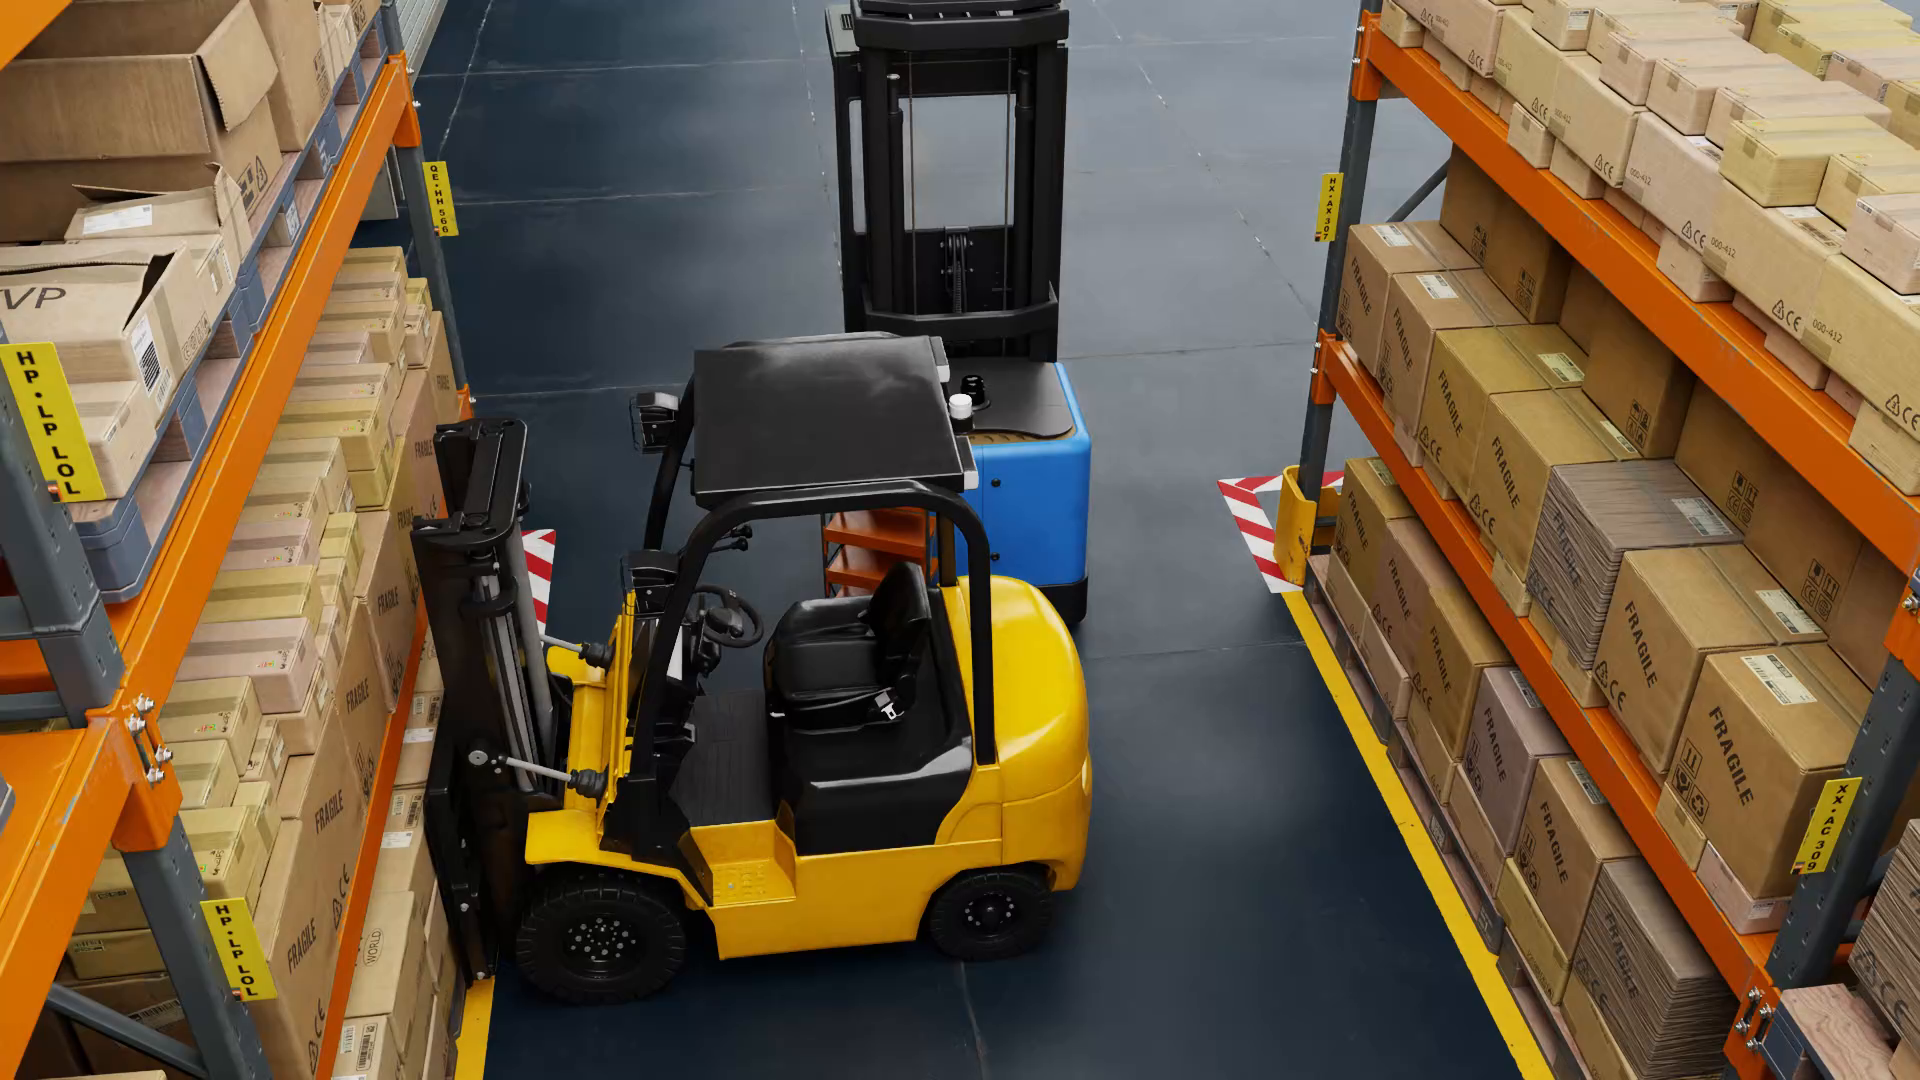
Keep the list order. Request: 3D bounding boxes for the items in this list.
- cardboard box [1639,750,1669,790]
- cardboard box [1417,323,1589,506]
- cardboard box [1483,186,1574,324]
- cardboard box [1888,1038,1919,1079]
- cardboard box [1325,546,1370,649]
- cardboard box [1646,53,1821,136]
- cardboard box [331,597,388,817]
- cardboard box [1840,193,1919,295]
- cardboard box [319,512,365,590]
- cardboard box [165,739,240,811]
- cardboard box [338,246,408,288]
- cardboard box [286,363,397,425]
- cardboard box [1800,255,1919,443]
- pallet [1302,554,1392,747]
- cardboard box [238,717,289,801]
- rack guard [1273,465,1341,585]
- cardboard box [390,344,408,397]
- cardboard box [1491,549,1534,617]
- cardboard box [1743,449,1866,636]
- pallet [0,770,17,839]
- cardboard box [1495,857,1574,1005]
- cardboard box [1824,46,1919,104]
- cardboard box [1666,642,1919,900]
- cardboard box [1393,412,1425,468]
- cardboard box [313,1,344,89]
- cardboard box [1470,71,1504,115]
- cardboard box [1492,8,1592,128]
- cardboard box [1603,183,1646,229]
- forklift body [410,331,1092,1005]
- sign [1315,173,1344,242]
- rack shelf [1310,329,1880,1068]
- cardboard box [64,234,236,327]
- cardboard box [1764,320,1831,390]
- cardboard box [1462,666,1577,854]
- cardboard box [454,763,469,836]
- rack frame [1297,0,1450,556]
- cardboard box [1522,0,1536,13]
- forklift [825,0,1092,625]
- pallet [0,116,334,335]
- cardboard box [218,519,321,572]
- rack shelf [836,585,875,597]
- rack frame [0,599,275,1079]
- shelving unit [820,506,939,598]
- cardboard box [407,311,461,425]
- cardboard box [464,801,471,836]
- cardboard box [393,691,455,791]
[{"bbox_3d":[2.405,0.702,5.279,0.380,0.149,0.250,-4,34,-6],"label":"cardboard box"},{"bbox_3d":[2.142,-0.493,6.458,0.500,0.500,0.500,-5,35,-7],"label":"cardboard box"},{"bbox_3d":[2.556,-1.213,6.626,0.700,0.500,0.500,-4,34,-6],"label":"cardboard box"},{"bbox_3d":[2.510,1.307,4.018,0.380,0.149,0.250,-4,34,-6],"label":"cardboard box"},{"bbox_3d":[2.045,0.246,7.794,0.500,0.250,0.500,-5,35,-7],"label":"cardboard box"},{"bbox_3d":[2.248,-1.300,4.845,0.380,0.149,0.250,-4,34,-6],"label":"cardboard box"},{"bbox_3d":[-2.126,0.542,5.202,0.500,0.500,0.500,-5,35,-7],"label":"cardboard box"},{"bbox_3d":[2.378,-0.720,3.995,0.380,0.149,0.250,-5,35,-8],"label":"cardboard box"},{"bbox_3d":[-2.140,0.051,5.347,0.380,0.149,0.250,-5,35,-7],"label":"cardboard box"},{"bbox_3d":[-2.061,0.652,4.201,0.380,0.149,0.250,-4,34,-6],"label":"cardboard box"},{"bbox_3d":[-2.451,-1.058,6.710,0.380,0.149,0.250,-4,35,-6],"label":"cardboard box"},{"bbox_3d":[-2.220,-0.497,5.887,0.380,0.149,0.250,-4,34,-5],"label":"cardboard box"},{"bbox_3d":[2.422,-0.483,4.000,0.500,0.250,0.500,-5,35,-7],"label":"cardboard box"},{"bbox_3d":[2.295,0.463,7.883,1.003,0.211,1.213,-4,35,-6],"label":"pallet"},{"bbox_3d":[-2.051,0.628,4.500,0.380,0.149,0.250,-4,35,-6],"label":"cardboard box"},{"bbox_3d":[2.221,-0.112,8.471,1.175,0.500,0.348,-4,35,-6],"label":"rack guard"},{"bbox_3d":[-2.345,-0.657,6.385,0.380,0.149,0.250,-4,34,-5],"label":"cardboard box"},{"bbox_3d":[2.188,0.140,6.105,0.380,0.149,0.250,-4,34,-6],"label":"cardboard box"},{"bbox_3d":[2.857,-0.081,4.965,0.700,0.500,0.500,-4,34,-6],"label":"cardboard box"},{"bbox_3d":[-2.038,0.753,2.487,0.805,0.209,1.217,-6,35,-8],"label":"pallet"},{"bbox_3d":[2.321,1.401,6.099,0.500,0.250,0.500,-5,35,-8],"label":"cardboard box"},{"bbox_3d":[2.800,-1.344,4.910,0.380,0.149,0.250,-5,35,-7],"label":"cardboard box"},{"bbox_3d":[2.442,0.651,4.778,0.500,0.500,0.500,-5,35,-8],"label":"cardboard box"},{"bbox_3d":[2.043,-0.439,6.954,0.380,0.149,0.250,-4,34,-6],"label":"cardboard box"},{"bbox_3d":[-2.261,-1.627,5.469,0.396,0.266,0.258,-4,35,-6],"label":"cardboard box"},{"bbox_3d":[2.117,-1.687,6.121,0.380,0.149,0.250,-5,35,-7],"label":"cardboard box"},{"bbox_3d":[2.166,-1.619,5.668,0.500,0.250,0.500,-3,34,-5],"label":"cardboard box"},{"bbox_3d":[2.290,-1.114,5.281,0.380,0.149,0.250,-5,35,-7],"label":"cardboard box"},{"bbox_3d":[-0.645,0.461,6.163,2.313,2.155,1.214,-4,35,-6],"label":"forklift body"},{"bbox_3d":[1.673,-1.504,7.525,0.100,0.325,0.005,-4,35,-6],"label":"sign"},{"bbox_3d":[2.479,0.226,6.394,1.077,0.370,4.000,-4,35,-6],"label":"rack shelf"},{"bbox_3d":[-2.032,-0.630,4.109,0.380,0.149,0.250,-3,34,-5],"label":"cardboard box"},{"bbox_3d":[2.399,-0.533,4.427,0.380,0.149,0.250,-4,34,-6],"label":"cardboard box"},{"bbox_3d":[2.263,0.819,6.287,0.500,0.500,0.500,-3,34,-4],"label":"cardboard box"},{"bbox_3d":[-2.122,1.041,6.183,0.500,0.250,0.500,-4,35,-7],"label":"cardboard box"},{"bbox_3d":[2.210,-1.188,7.829,1.000,3.000,0.127,-4,35,-6],"label":"rack frame"},{"bbox_3d":[2.166,-1.879,5.695,0.380,0.149,0.250,-5,35,-7],"label":"cardboard box"},{"bbox_3d":[-0.074,-1.560,8.436,1.130,2.935,3.031,-4,34,-6],"label":"forklift"},{"bbox_3d":[-2.471,-0.934,4.871,1.003,0.211,1.213,-4,35,-6],"label":"pallet"},{"bbox_3d":[-2.170,0.077,5.044,0.380,0.149,0.250,-5,35,-7],"label":"cardboard box"},{"bbox_3d":[-0.341,0.328,7.676,0.480,0.148,0.258,10,36,15],"label":"rack shelf"},{"bbox_3d":[-2.170,1.423,3.999,1.000,3.000,0.127,-4,35,-6],"label":"rack frame"},{"bbox_3d":[-0.341,0.108,7.526,0.503,1.200,0.258,10,36,15],"label":"shelving unit"},{"bbox_3d":[-2.381,-0.596,6.872,0.500,0.500,0.500,-5,35,-7],"label":"cardboard box"},{"bbox_3d":[-2.123,1.238,6.339,0.500,0.250,0.500,-3,34,-5],"label":"cardboard box"},{"bbox_3d":[-2.124,0.822,6.061,0.500,0.250,0.500,-5,35,-7],"label":"cardboard box"}]
